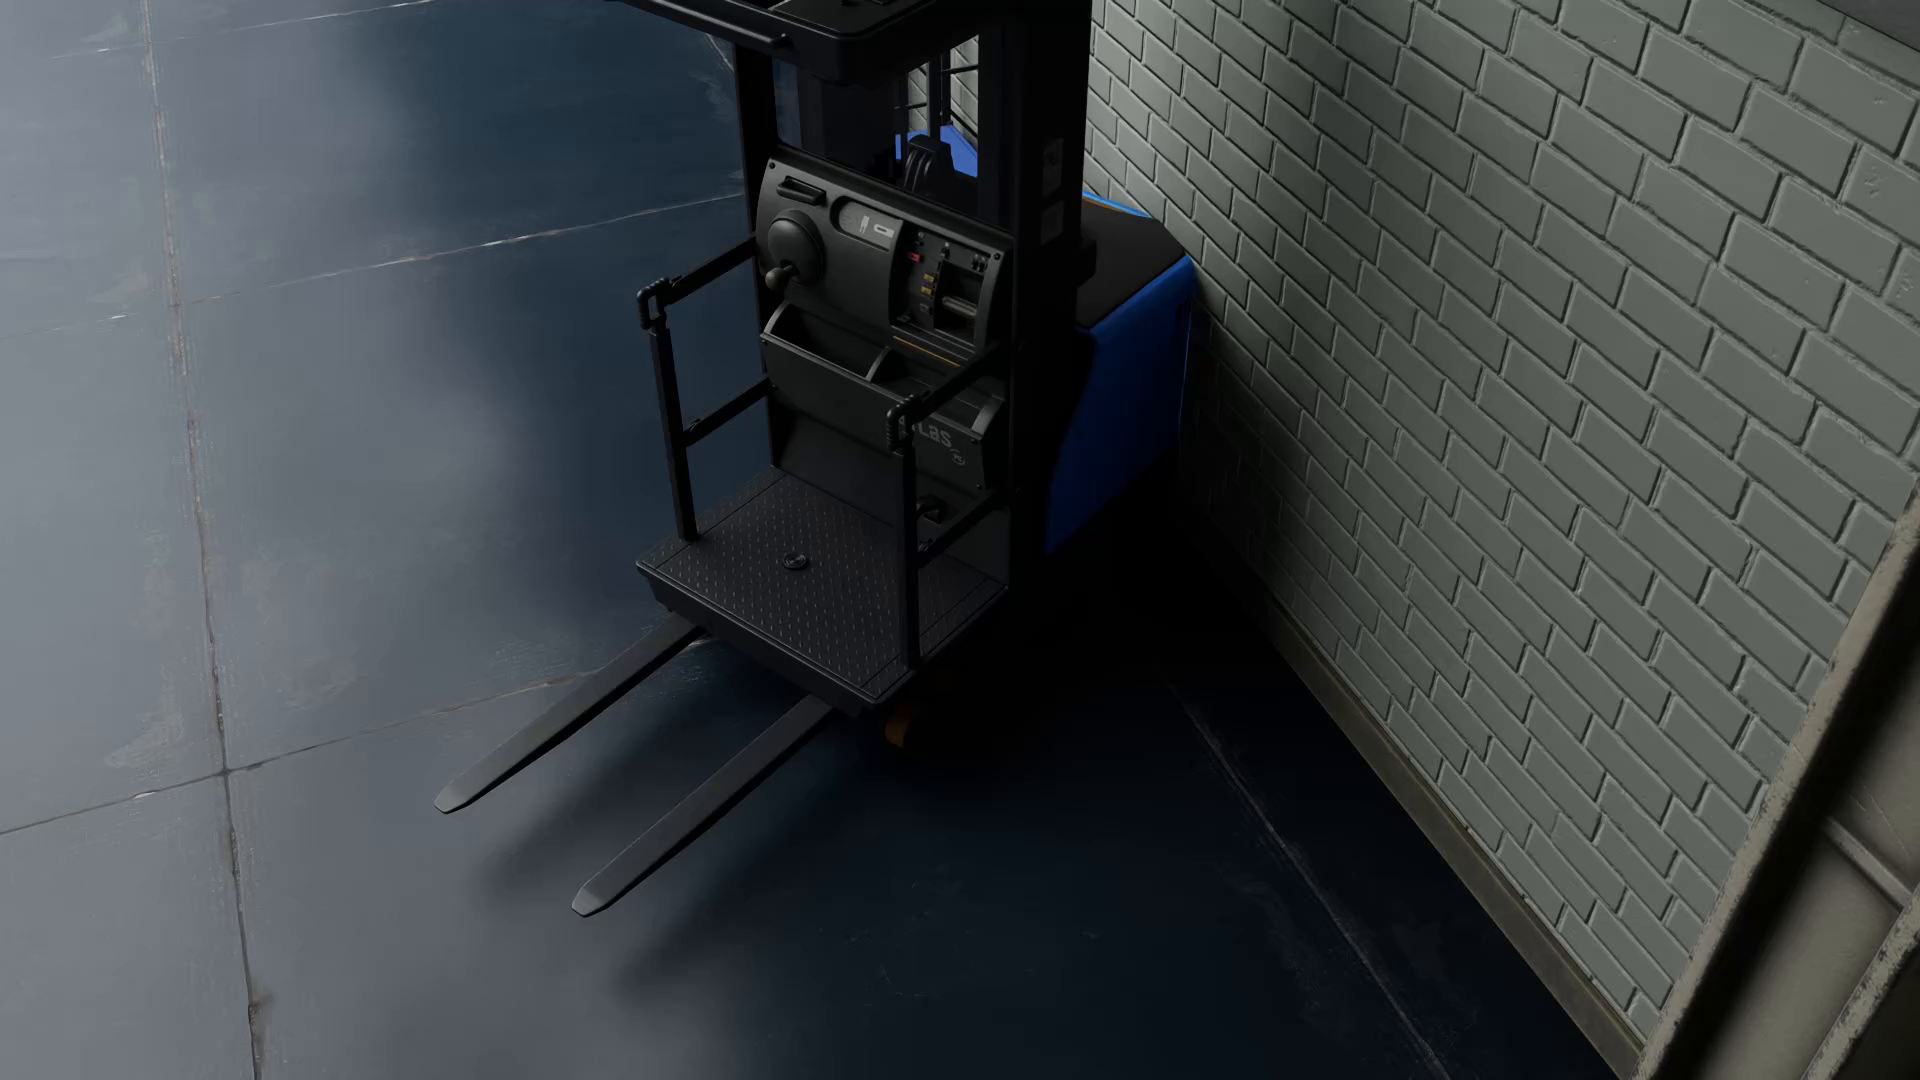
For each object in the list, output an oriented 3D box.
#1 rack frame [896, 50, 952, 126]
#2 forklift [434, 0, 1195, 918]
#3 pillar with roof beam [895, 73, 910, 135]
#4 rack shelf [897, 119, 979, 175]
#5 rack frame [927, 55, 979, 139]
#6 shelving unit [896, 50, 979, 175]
[{"bbox_3d":[-0.274,-1.887,7.294,0.500,1.500,0.032,-15,43,-17],"label":"rack frame"},{"bbox_3d":[-0.384,-0.792,4.923,1.130,2.935,3.031,27,48,28],"label":"forklift"},{"bbox_3d":[-4.435,-4.222,4.258,9.100,9.000,0.400,-15,43,-17],"label":"pillar with roof beam"},{"bbox_3d":[-0.079,-1.445,7.055,0.538,0.185,1.000,-15,43,-17],"label":"rack shelf"},{"bbox_3d":[0.116,-1.275,6.582,0.500,1.500,0.032,-15,43,-17],"label":"rack frame"},{"bbox_3d":[-0.079,-1.581,6.938,0.538,1.500,1.048,-15,43,-17],"label":"shelving unit"}]
